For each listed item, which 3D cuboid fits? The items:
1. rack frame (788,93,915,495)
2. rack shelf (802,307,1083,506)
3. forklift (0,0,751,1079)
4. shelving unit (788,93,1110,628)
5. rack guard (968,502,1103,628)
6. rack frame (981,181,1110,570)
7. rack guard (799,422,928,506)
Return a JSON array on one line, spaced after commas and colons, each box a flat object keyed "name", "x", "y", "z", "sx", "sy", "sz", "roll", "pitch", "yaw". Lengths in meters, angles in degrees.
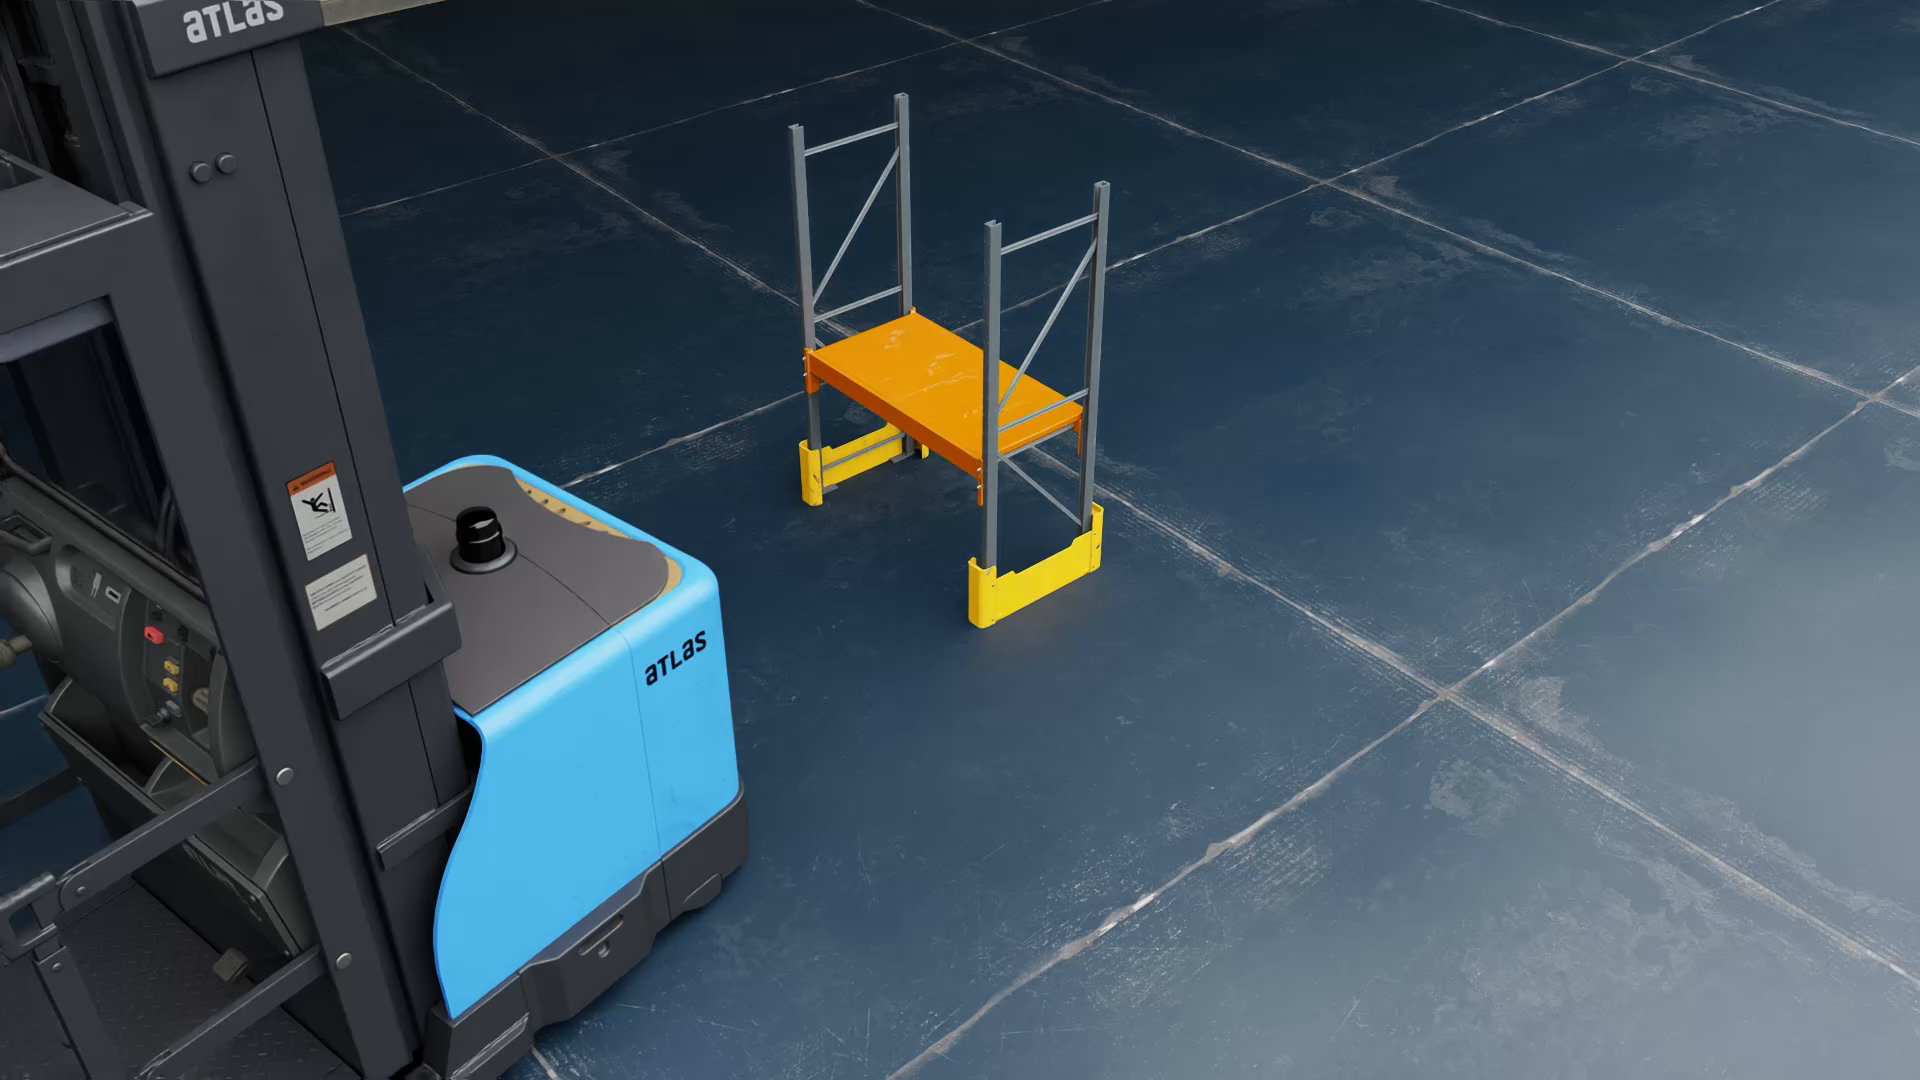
[{"name": "rack frame", "x": -0.383, "y": -0.874, "z": 6.187, "sx": 0.500, "sy": 1.500, "sz": 0.032, "roll": -26, "pitch": 43, "yaw": -32}, {"name": "rack shelf", "x": -0.055, "y": -0.503, "z": 5.974, "sx": 0.538, "sy": 0.185, "sz": 1.000, "roll": -26, "pitch": 43, "yaw": -32}, {"name": "forklift", "x": -1.921, "y": 0.251, "z": 3.360, "sx": 1.130, "sy": 2.935, "sz": 3.031, "roll": 25, "pitch": 42, "yaw": 30}, {"name": "shelving unit", "x": -0.049, "y": -0.646, "z": 5.864, "sx": 0.587, "sy": 1.500, "sz": 1.083, "roll": -26, "pitch": 43, "yaw": -32}, {"name": "rack guard", "x": 0.272, "y": 0.084, "z": 5.915, "sx": 0.587, "sy": 0.250, "sz": 0.087, "roll": -26, "pitch": 43, "yaw": -32}, {"name": "rack frame", "x": 0.273, "y": -0.425, "z": 5.553, "sx": 0.500, "sy": 1.500, "sz": 0.032, "roll": -26, "pitch": 43, "yaw": -32}, {"name": "rack guard", "x": -0.371, "y": -0.356, "z": 6.536, "sx": 0.587, "sy": 0.250, "sz": 0.087, "roll": -26, "pitch": 43, "yaw": -32}]
